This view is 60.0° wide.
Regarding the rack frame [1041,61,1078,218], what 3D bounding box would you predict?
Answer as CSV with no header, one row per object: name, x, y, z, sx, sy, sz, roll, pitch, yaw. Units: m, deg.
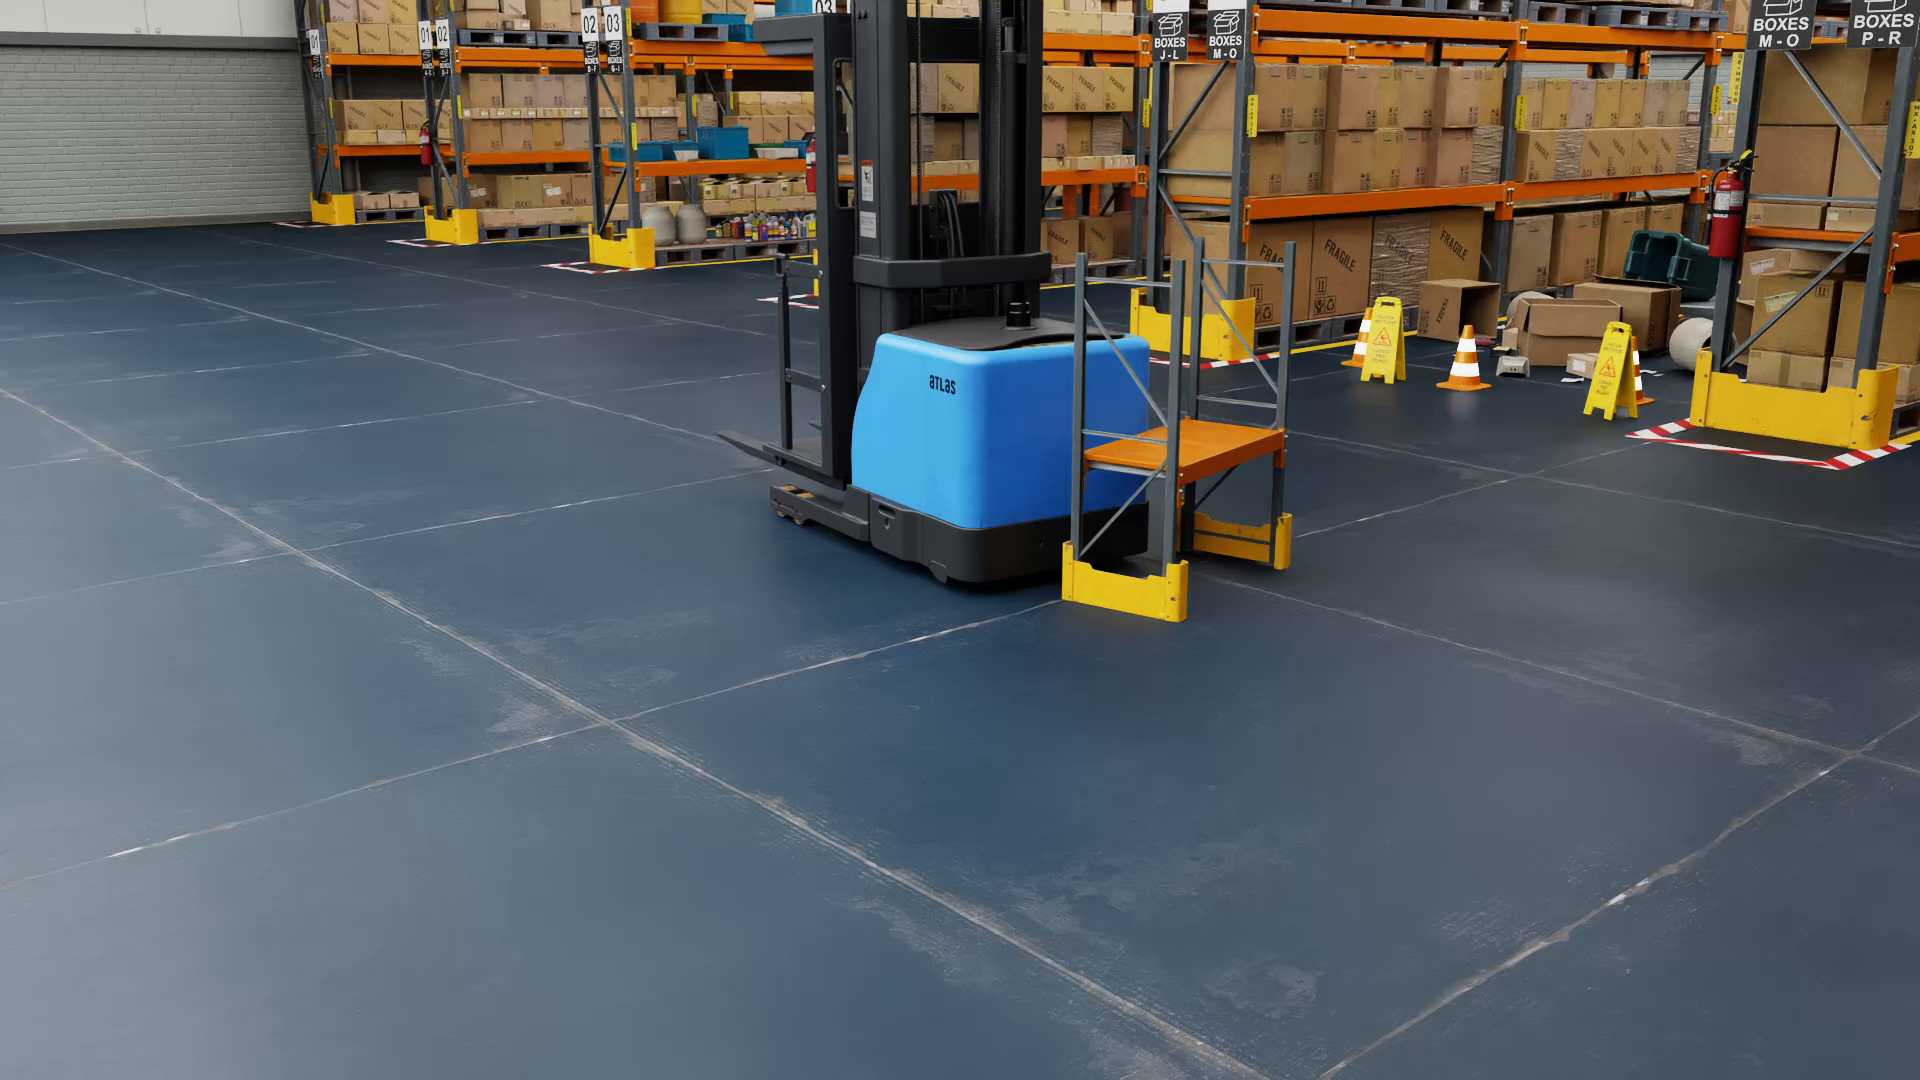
rack frame,1.603,-6.377,26.311,0.127,3.000,1.000,-13,19,-39

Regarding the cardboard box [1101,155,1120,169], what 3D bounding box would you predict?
cardboard box,1.673,-4.479,19.694,0.250,0.149,0.380,-13,19,-39

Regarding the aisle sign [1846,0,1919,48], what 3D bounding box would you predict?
aisle sign,5.481,-3.313,9.804,0.004,0.787,0.394,-13,19,-39

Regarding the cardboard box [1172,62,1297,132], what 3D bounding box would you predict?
cardboard box,2.304,-3.724,13.996,0.550,0.550,0.875,-13,19,-39

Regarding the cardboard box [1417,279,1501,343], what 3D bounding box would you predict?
cardboard box,4.519,-2.083,15.075,0.500,0.500,0.500,-9,17,-30

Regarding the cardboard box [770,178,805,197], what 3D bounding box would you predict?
cardboard box,-3.029,-6.092,28.671,0.500,0.311,0.500,-12,19,-38

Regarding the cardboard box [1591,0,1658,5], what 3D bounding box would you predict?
cardboard box,6.906,-5.830,17.248,0.500,0.500,0.500,-13,19,-39

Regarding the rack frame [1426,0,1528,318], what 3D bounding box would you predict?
rack frame,5.016,-3.752,16.485,0.127,3.000,1.000,-13,19,-39

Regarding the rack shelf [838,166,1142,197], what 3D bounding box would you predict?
rack shelf,0.328,-4.049,18.988,4.000,0.370,1.077,-13,19,-39

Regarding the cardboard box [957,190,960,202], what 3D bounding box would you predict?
cardboard box,-0.342,-6.542,30.920,0.500,0.500,0.500,-13,20,-40

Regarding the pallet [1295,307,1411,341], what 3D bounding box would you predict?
pallet,3.471,-2.084,15.642,1.213,0.211,1.003,-13,19,-39

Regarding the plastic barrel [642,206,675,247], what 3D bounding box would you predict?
plastic barrel,-3.986,-4.149,21.977,0.421,0.512,0.421,0,15,0

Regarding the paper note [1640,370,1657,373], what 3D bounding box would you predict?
paper note,5.470,-1.350,13.269,0.142,0.019,0.148,-6,16,-20

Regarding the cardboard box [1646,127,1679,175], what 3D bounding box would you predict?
cardboard box,7.493,-4.265,18.212,0.500,0.500,0.500,-13,19,-39

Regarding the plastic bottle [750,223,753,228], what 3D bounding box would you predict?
plastic bottle,-2.926,-4.318,23.174,0.097,0.201,0.097,0,15,0

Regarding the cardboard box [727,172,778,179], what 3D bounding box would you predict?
cardboard box,-4.260,-7.569,34.125,0.750,0.750,0.750,-13,20,-40

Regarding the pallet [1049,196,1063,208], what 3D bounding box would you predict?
pallet,1.890,-6.788,33.255,1.213,0.211,1.003,-13,19,-39

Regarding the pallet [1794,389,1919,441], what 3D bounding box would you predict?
pallet,6.018,-0.924,11.302,1.213,0.211,1.003,-13,19,-39

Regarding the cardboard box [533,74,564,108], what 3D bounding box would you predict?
cardboard box,-6.507,-6.923,25.647,0.500,0.500,0.700,-13,19,-39

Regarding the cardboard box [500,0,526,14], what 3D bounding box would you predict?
cardboard box,-8.118,-9.480,29.947,0.500,0.500,0.500,14,20,42

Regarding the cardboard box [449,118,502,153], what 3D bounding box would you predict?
cardboard box,-7.320,-6.111,25.123,0.500,0.500,0.700,-13,19,-39

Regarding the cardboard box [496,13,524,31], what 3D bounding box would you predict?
cardboard box,-6.985,-7.880,25.332,0.500,0.250,0.500,-13,19,-39

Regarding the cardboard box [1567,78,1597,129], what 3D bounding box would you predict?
cardboard box,6.155,-4.542,17.310,0.500,0.500,0.700,-12,19,-39

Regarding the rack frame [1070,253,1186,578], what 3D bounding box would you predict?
rack frame,0.689,-0.426,6.939,0.500,1.500,0.032,11,18,35

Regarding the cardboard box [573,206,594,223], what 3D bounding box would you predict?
cardboard box,-5.998,-5.162,26.278,0.500,0.250,0.500,-13,19,-39

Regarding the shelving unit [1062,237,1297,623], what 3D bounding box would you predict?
shelving unit,0.994,-0.534,7.343,0.587,1.500,1.083,11,18,35

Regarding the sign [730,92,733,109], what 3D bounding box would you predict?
sign,-4.537,-8.723,33.002,0.005,0.325,0.100,-13,19,-39

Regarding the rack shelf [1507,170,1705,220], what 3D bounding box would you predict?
rack shelf,6.525,-3.743,17.846,4.000,0.370,1.077,-13,19,-39

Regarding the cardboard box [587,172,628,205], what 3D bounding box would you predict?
cardboard box,-5.629,-5.612,26.508,0.500,0.500,0.500,-13,19,-39

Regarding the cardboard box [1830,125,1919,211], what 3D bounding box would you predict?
cardboard box,5.864,-2.346,10.451,0.500,0.500,0.500,-13,20,-40

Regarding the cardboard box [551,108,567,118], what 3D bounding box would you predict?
cardboard box,-6.273,-6.591,25.663,0.250,0.149,0.380,-13,20,-40

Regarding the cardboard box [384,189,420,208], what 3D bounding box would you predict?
cardboard box,-9.924,-6.060,29.483,0.500,0.311,0.500,-11,18,-35

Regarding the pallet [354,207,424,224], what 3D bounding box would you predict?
pallet,-10.242,-5.747,29.355,1.213,0.211,1.003,-13,19,-39

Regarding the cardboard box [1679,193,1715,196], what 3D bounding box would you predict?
cardboard box,9.145,-4.125,20.457,0.500,0.250,0.500,-12,19,-38

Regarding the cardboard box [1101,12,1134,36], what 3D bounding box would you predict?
cardboard box,1.664,-5.984,19.317,0.500,0.250,0.500,-12,19,-37

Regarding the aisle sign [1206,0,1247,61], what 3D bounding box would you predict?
aisle sign,2.142,-4.260,13.349,0.004,0.787,0.394,-13,19,-39

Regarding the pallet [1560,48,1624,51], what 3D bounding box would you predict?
pallet,10.336,-8.046,26.921,1.213,0.211,1.003,-13,19,-39

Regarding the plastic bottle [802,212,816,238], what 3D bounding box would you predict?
plastic bottle,-2.100,-4.380,23.114,0.185,0.351,0.144,-13,20,-40

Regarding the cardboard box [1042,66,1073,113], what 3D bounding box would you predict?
cardboard box,0.924,-5.111,18.863,0.500,0.500,0.500,-13,19,-39

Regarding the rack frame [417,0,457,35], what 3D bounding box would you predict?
rack frame,-7.681,-8.885,24.075,0.127,3.000,1.000,-13,19,-39

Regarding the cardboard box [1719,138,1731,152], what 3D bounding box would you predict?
cardboard box,8.706,-4.593,19.307,0.250,0.149,0.380,-11,19,-37

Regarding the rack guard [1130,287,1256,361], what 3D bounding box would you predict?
rack guard,1.981,-1.863,14.255,0.348,0.500,1.175,-13,19,-39

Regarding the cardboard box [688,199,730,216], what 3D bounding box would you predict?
cardboard box,-4.196,-5.559,27.762,0.500,0.250,0.500,-13,20,-41

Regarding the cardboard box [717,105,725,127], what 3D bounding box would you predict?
cardboard box,-4.717,-8.639,33.969,0.500,0.500,0.500,-12,19,-39

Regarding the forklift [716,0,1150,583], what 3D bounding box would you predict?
forklift,-0.336,-1.552,8.380,1.130,2.935,3.031,-9,18,-31

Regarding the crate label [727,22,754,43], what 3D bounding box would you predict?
crate label,-2.803,-6.652,21.815,0.408,0.251,0.502,-13,19,-39

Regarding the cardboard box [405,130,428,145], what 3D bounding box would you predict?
cardboard box,-9.588,-7.084,29.211,0.500,0.250,0.500,-13,20,-40

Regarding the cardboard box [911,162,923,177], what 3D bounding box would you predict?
cardboard box,-0.608,-3.976,17.811,0.250,0.149,0.380,-13,19,-39

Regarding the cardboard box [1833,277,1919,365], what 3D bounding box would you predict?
cardboard box,6.132,-1.452,10.934,0.500,0.500,0.500,-14,20,-41

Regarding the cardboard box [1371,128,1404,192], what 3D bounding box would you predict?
cardboard box,3.527,-3.484,15.192,0.500,0.550,0.875,-13,19,-39

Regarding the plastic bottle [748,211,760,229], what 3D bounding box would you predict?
plastic bottle,-2.899,-4.441,23.342,0.185,0.351,0.144,-12,19,-37

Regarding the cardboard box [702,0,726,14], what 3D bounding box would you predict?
cardboard box,-4.172,-8.703,27.230,0.500,0.500,0.500,-12,19,-39

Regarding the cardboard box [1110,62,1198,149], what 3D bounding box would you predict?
cardboard box,2.528,-5.335,20.434,1.000,1.000,1.000,-12,19,-39

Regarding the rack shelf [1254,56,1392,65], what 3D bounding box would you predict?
rack shelf,6.129,-8.495,29.822,4.000,0.370,1.077,-13,19,-39

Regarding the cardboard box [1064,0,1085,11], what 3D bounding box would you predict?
cardboard box,1.196,-6.054,18.809,0.250,0.149,0.380,-13,20,-41
